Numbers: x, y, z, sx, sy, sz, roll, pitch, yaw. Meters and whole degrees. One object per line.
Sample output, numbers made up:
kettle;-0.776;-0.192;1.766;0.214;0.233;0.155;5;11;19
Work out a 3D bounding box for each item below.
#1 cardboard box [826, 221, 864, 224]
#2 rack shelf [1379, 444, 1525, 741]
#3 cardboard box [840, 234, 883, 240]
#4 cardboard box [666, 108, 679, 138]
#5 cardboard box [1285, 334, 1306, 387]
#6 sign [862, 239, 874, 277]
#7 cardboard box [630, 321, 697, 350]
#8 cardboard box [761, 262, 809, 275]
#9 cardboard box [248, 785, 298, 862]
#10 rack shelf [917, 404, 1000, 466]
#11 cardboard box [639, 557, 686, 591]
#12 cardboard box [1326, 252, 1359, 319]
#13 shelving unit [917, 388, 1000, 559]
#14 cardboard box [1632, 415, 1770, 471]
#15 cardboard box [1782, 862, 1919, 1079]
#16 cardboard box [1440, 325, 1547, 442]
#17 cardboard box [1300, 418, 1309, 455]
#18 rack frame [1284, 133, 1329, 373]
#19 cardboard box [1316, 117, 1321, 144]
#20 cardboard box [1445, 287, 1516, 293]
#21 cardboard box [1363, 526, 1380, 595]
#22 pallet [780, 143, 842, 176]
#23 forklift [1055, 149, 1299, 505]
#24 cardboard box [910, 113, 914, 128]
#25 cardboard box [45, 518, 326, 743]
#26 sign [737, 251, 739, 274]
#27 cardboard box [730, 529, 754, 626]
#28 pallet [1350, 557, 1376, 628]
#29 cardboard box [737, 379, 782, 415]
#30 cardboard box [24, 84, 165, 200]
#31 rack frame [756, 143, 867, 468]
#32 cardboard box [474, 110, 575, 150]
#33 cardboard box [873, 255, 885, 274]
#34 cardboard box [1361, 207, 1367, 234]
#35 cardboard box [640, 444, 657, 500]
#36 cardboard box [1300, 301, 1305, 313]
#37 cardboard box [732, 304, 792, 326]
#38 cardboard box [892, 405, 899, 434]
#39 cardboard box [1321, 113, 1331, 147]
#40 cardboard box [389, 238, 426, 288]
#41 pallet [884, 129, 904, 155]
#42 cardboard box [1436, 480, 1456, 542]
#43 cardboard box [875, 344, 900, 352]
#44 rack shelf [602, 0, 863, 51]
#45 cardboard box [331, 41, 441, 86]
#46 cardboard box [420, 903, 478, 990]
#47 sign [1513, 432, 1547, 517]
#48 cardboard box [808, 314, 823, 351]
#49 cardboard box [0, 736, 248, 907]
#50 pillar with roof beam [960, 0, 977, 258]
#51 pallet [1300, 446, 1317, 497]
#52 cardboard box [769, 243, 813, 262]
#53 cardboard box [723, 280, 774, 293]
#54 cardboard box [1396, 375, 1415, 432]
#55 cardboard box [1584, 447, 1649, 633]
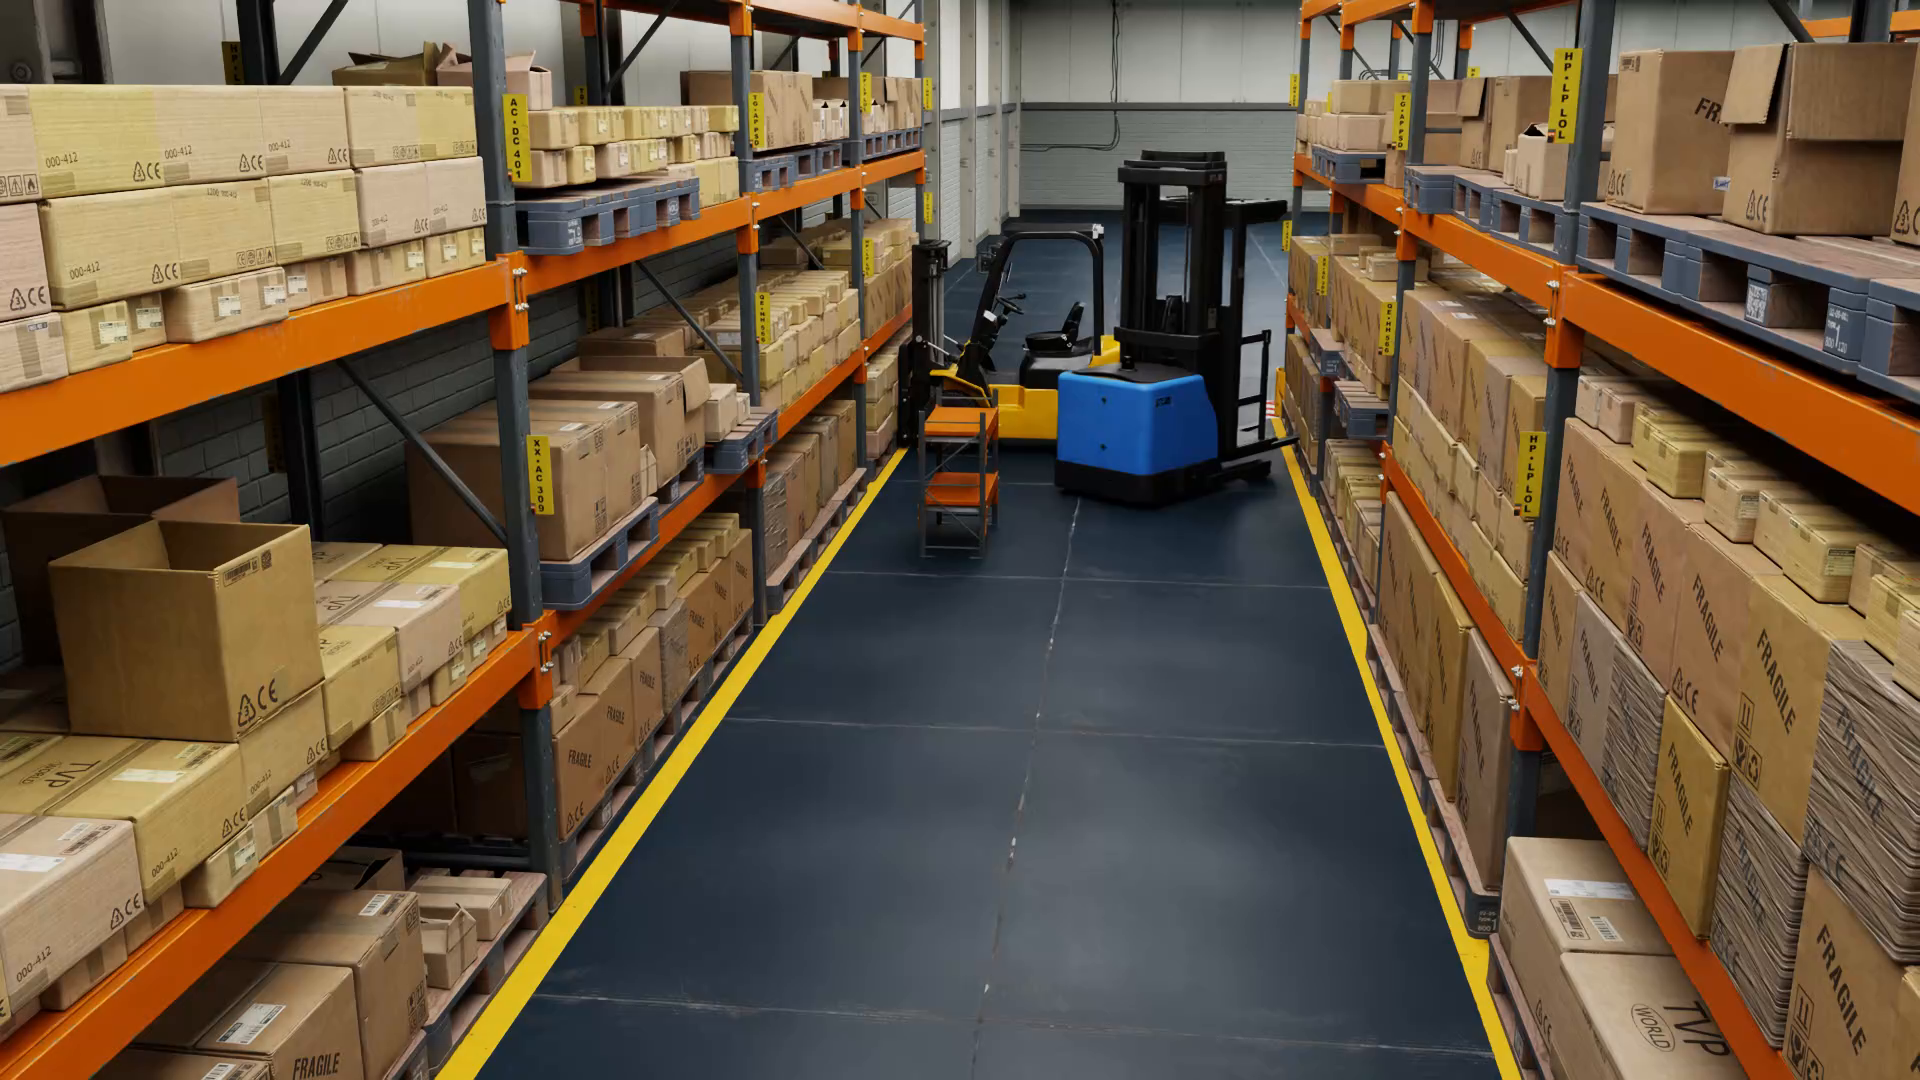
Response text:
cardboard box;-1.217;-3.259;17.464;0.380;0.149;0.250;2;15;7
rack shelf;2.916;0.115;8.367;1.077;0.370;4.000;2;15;6
cardboard box;-0.942;-2.849;15.946;0.380;0.149;0.250;2;15;6
cardboard box;-1.682;-2.173;8.659;0.380;0.149;0.250;2;15;6
cardboard box;3.677;-1.856;17.304;0.500;0.500;0.500;1;15;4
sign;-0.799;-2.441;14.375;0.100;0.325;0.005;2;15;6
cardboard box;-1.955;-1.348;10.965;0.380;0.149;0.250;2;15;8
cardboard box;-1.558;-2.386;14.804;0.380;0.149;0.250;2;15;6
cardboard box;-2.179;0.822;4.858;0.380;0.149;0.250;2;15;8
rack shelf;-0.001;-0.824;12.932;0.538;0.278;1.000;2;15;6
cardboard box;-1.771;0.201;9.413;0.380;0.149;0.250;1;15;5
cardboard box;3.255;-2.069;13.503;0.500;0.500;0.500;2;15;8
shelving unit;-0.001;-0.541;13.009;0.538;1.125;1.048;2;15;6
cardboard box;2.308;-0.286;5.123;0.380;0.149;0.250;2;15;6
cardboard box;2.102;1.013;3.476;0.500;0.500;0.500;1;15;5
cardboard box;2.663;-0.767;8.146;0.500;0.500;0.500;2;15;7
cardboard box;3.443;-0.963;15.440;0.500;0.250;0.500;1;15;5
rack frame;4.045;-2.825;17.865;1.000;3.000;0.127;2;15;6
cardboard box;3.503;-3.693;15.042;0.500;0.250;0.500;1;15;5
cardboard box;3.474;-1.390;10.992;0.500;0.500;0.500;2;15;9
cardboard box;3.216;0.169;11.020;0.950;0.372;0.625;1;15;2
pallet;-1.426;-3.060;13.351;0.805;0.209;1.217;1;15;4
forklift;2.210;-2.024;15.033;1.130;2.935;3.031;14;20;41
cardboard box;-0.680;-4.325;17.147;0.380;0.149;0.250;1;15;5
cardboard box;-2.205;0.247;4.783;0.500;0.500;0.500;2;15;8
sign;-1.891;-2.405;14.501;0.100;0.325;0.005;2;15;6
cardboard box;-1.625;0.224;10.571;0.500;0.500;0.500;2;15;8
pallet;3.231;0.393;11.305;1.003;0.211;1.213;2;15;6
cardboard box;-1.498;-0.931;11.147;0.500;0.250;0.500;2;15;6
cardboard box;-2.274;-0.951;3.946;0.500;0.250;0.500;1;15;5
rack frame;-1.339;-1.933;14.565;1.000;3.000;0.127;2;15;6
cardboard box;-1.772;-1.644;6.665;0.380;0.149;0.250;2;15;8
cardboard box;-0.911;-2.567;15.475;0.380;0.149;0.250;2;15;7
cardboard box;3.938;-2.702;14.732;0.700;0.500;0.500;2;15;7
cardboard box;-1.704;-0.345;8.145;0.396;0.266;0.258;2;15;9
cardboard box;3.605;-2.357;16.615;0.380;0.149;0.250;2;15;8
cardboard box;-1.414;-1.602;11.906;0.380;0.149;0.250;2;15;7
cardboard box;-0.871;-1.190;16.280;0.500;0.250;0.500;2;15;7
cardboard box;3.129;-3.227;13.085;0.500;0.250;0.500;1;15;5
cardboard box;-2.059;-0.950;5.665;0.380;0.149;0.250;2;15;8
pallet;-1.129;-3.876;16.173;1.003;0.211;1.213;2;15;6
cardboard box;2.679;-0.161;8.298;0.500;0.250;0.500;2;15;6
cardboard box;-0.793;-1.805;16.639;0.500;0.250;0.500;1;15;5
rack shelf;-1.565;-3.770;12.010;1.077;0.370;4.000;2;15;6
cardboard box;-2.275;-1.861;6.673;0.396;0.266;0.258;1;15;5
cardboard box;-2.053;1.504;6.285;0.396;0.266;0.258;2;15;8
sign;2.150;-0.247;6.264;0.100;0.325;0.005;2;15;6
cardboard box;-1.331;-1.571;12.555;0.500;0.250;0.500;2;15;7
cardboard box;-2.264;0.736;4.412;0.500;0.250;0.500;1;15;5
pillar with roof beam;4.447;-10.254;33.845;9.100;9.000;0.400;2;15;6
pallet;3.634;-0.617;15.040;1.003;0.211;1.213;2;15;6
cardboard box;-1.534;-2.594;15.004;0.380;0.149;0.250;1;15;5
cardboard box;-1.712;-2.010;13.415;0.380;0.149;0.250;2;15;6
cardboard box;2.839;-0.795;9.687;0.500;0.250;0.500;2;15;6
cardboard box;2.333;0.003;5.297;0.500;0.500;0.500;1;15;6
